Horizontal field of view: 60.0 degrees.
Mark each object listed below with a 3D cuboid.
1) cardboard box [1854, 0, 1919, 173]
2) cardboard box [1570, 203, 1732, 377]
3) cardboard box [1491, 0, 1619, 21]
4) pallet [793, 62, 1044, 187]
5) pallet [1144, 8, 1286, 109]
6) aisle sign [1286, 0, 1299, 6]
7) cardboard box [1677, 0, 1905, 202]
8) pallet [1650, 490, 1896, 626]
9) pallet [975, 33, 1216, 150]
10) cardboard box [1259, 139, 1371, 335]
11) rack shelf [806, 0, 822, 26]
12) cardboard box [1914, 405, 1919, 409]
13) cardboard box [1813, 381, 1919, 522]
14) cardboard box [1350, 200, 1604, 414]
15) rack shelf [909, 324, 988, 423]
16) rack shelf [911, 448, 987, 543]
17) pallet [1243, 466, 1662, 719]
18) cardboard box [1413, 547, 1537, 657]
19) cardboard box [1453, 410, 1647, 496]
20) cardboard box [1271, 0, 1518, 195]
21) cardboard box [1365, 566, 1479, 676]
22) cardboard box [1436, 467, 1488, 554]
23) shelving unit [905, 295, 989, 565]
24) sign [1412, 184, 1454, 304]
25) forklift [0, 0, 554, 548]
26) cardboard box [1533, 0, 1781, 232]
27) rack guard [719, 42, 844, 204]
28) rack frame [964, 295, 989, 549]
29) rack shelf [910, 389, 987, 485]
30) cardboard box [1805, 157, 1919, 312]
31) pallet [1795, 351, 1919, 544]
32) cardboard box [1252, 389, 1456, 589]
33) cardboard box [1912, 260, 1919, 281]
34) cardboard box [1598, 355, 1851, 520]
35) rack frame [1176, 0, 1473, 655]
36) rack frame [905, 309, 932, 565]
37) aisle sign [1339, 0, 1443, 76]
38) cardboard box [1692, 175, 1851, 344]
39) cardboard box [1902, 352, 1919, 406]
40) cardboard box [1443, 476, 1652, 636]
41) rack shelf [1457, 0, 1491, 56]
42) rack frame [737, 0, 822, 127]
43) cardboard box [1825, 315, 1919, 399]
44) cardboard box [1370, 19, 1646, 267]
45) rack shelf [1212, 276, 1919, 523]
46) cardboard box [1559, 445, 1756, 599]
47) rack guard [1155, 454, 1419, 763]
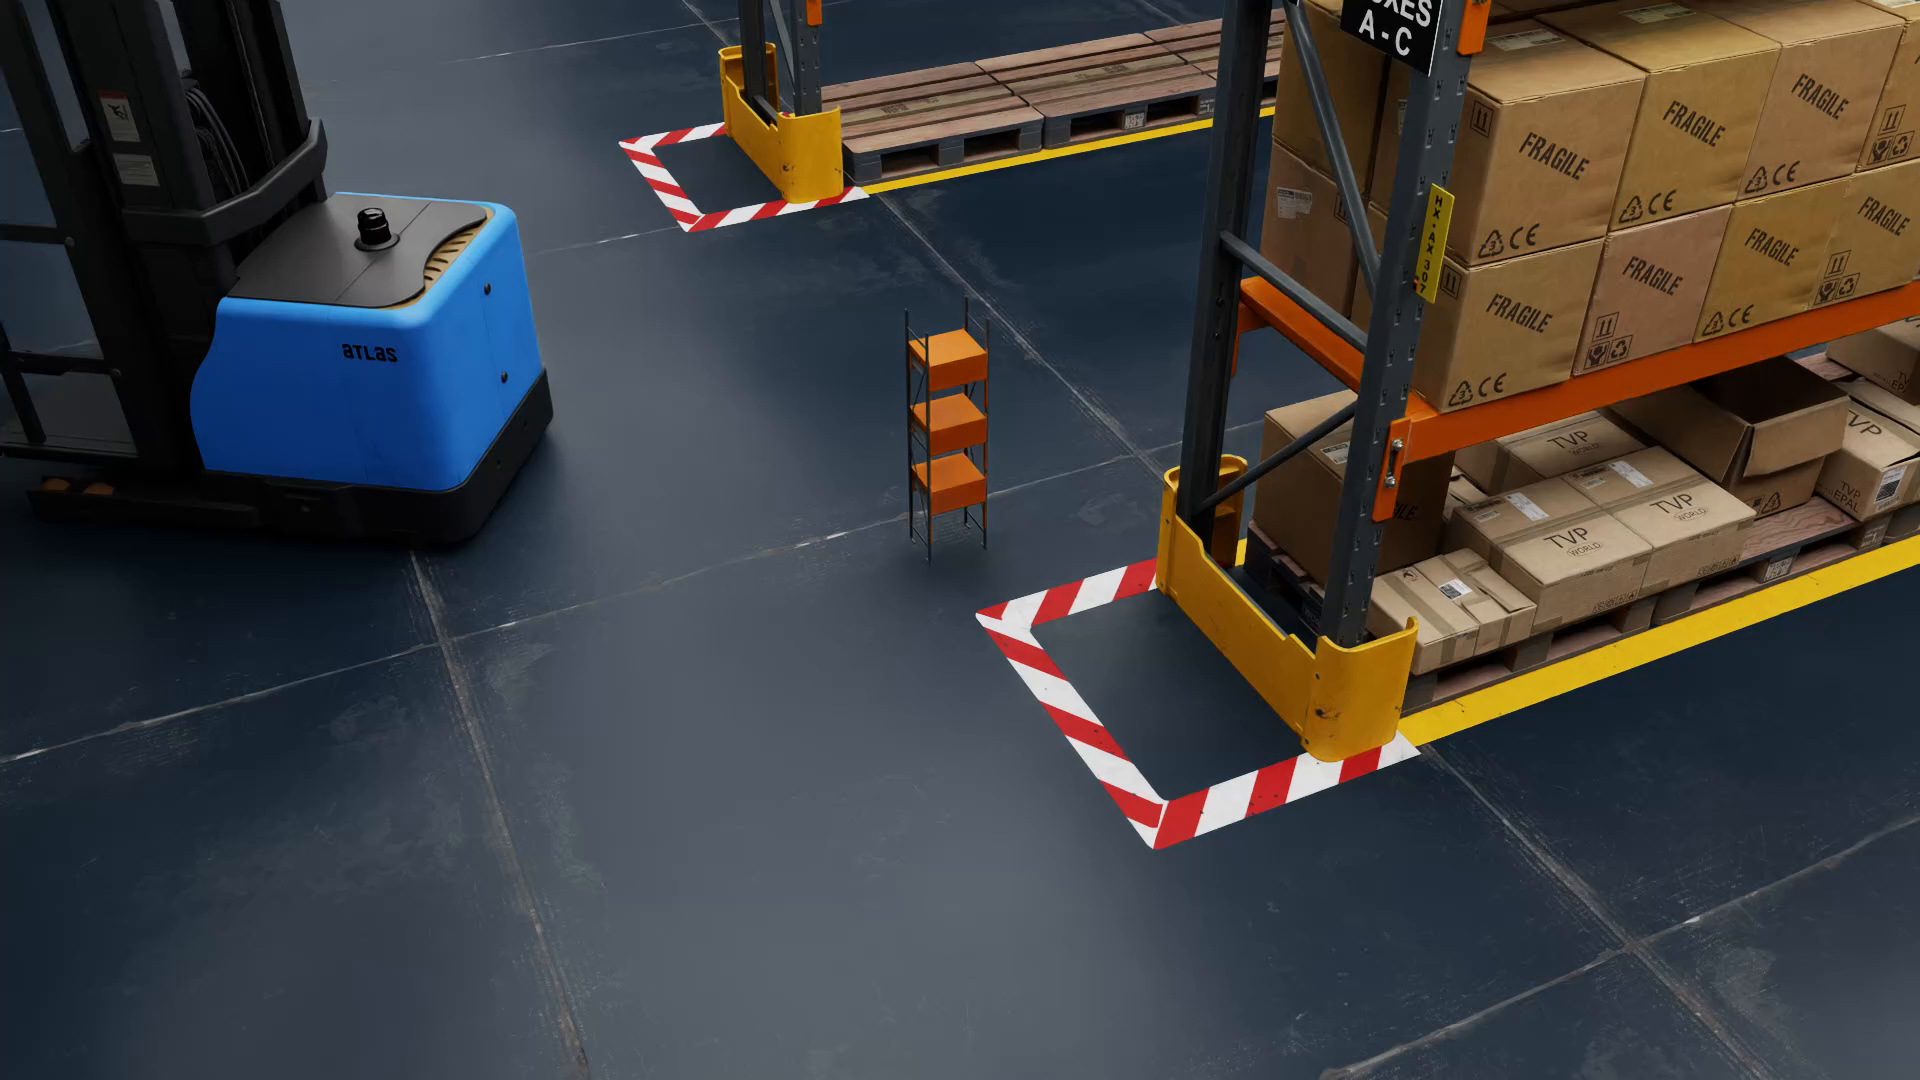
[{"bbox_3d":[2.977,-1.567,5.421,0.500,0.500,0.500,-16,39,-20],"label":"cardboard box"},{"bbox_3d":[2.057,-0.909,5.374,0.500,0.500,0.500,-16,39,-20],"label":"cardboard box"},{"bbox_3d":[1.822,-1.597,5.461,0.500,0.500,0.500,-15,39,-19],"label":"cardboard box"},{"bbox_3d":[-0.259,-2.506,9.951,1.213,0.211,1.003,-16,39,-20],"label":"pallet"},{"bbox_3d":[1.949,-3.123,10.784,1.213,0.211,1.003,-16,39,-20],"label":"pallet"},{"bbox_3d":[0.887,-1.958,4.689,0.004,0.787,0.394,-16,39,-20],"label":"aisle sign"},{"bbox_3d":[2.517,-1.438,5.247,0.500,0.500,0.500,-15,39,-19],"label":"cardboard box"},{"bbox_3d":[2.972,-0.173,6.807,1.213,0.211,1.003,-16,39,-20],"label":"pallet"},{"bbox_3d":[0.843,-2.812,10.364,1.213,0.211,1.003,-16,39,-20],"label":"pallet"},{"bbox_3d":[1.369,-1.066,5.585,0.500,0.500,0.500,-14,39,-19],"label":"cardboard box"},{"bbox_3d":[0.788,-3.655,9.764,4.000,0.370,1.077,-16,39,-20],"label":"rack shelf"},{"bbox_3d":[3.991,-0.385,6.775,0.250,0.149,0.380,-16,39,-20],"label":"cardboard box"},{"bbox_3d":[3.626,-0.388,6.643,0.500,0.311,0.500,-16,39,-20],"label":"cardboard box"},{"bbox_3d":[1.592,-0.776,5.194,0.500,0.500,0.500,-15,39,-19],"label":"cardboard box"},{"bbox_3d":[-0.048,-0.628,6.256,0.240,0.259,0.215,-16,39,-20],"label":"rack shelf"},{"bbox_3d":[-0.048,-0.176,6.591,0.240,0.259,0.215,-16,39,-20],"label":"rack shelf"},{"bbox_3d":[1.869,0.133,6.394,1.213,0.211,1.003,-16,39,-20],"label":"pallet"},{"bbox_3d":[1.830,0.212,5.956,0.250,0.166,0.380,-16,39,-20],"label":"cardboard box"},{"bbox_3d":[2.339,-0.333,6.619,0.500,0.250,0.500,-16,39,-20],"label":"cardboard box"},{"bbox_3d":[1.365,-1.468,5.288,0.500,0.500,0.500,-16,39,-20],"label":"cardboard box"},{"bbox_3d":[1.604,0.282,5.875,0.250,0.149,0.380,-16,39,-20],"label":"cardboard box"},{"bbox_3d":[1.871,-0.129,6.415,0.250,0.166,0.380,-16,39,-20],"label":"cardboard box"},{"bbox_3d":[-0.048,-0.408,6.419,0.252,1.050,0.215,-16,39,-20],"label":"shelving unit"},{"bbox_3d":[1.309,-0.821,4.612,0.005,0.325,0.100,-16,39,-20],"label":"sign"},{"bbox_3d":[-3.364,-1.550,6.380,3.031,2.935,1.130,5,37,7],"label":"forklift"},{"bbox_3d":[2.062,-1.314,5.080,0.500,0.500,0.500,-15,39,-19],"label":"cardboard box"},{"bbox_3d":[-1.039,-2.421,9.594,0.348,0.500,1.175,-16,39,-20],"label":"rack guard"},{"bbox_3d":[0.062,-0.439,6.461,0.008,1.050,0.200,-16,39,-20],"label":"rack frame"},{"bbox_3d":[-0.048,-0.400,6.425,0.240,0.259,0.215,-16,39,-20],"label":"rack shelf"},{"bbox_3d":[2.966,-1.160,5.713,0.500,0.500,0.500,-15,39,-19],"label":"cardboard box"},{"bbox_3d":[4.078,-0.485,7.226,1.213,0.211,1.003,-16,39,-20],"label":"pallet"},{"bbox_3d":[1.466,-0.209,6.242,0.500,0.500,0.500,-16,39,-20],"label":"cardboard box"},{"bbox_3d":[3.426,-1.291,5.888,0.500,0.500,0.500,-15,39,-19],"label":"cardboard box"},{"bbox_3d":[3.001,-0.474,6.597,0.637,0.503,0.797,-16,39,-20],"label":"cardboard box"},{"bbox_3d":[1.079,-0.766,5.264,0.127,3.000,1.000,-16,39,-20],"label":"rack frame"},{"bbox_3d":[-0.159,-0.377,6.377,0.008,1.050,0.200,-16,39,-20],"label":"rack frame"},{"bbox_3d":[1.142,-1.634,4.253,0.004,0.787,0.394,-16,39,-20],"label":"aisle sign"},{"bbox_3d":[2.513,-1.035,5.543,0.500,0.500,0.500,-16,39,-20],"label":"cardboard box"},{"bbox_3d":[4.304,-0.654,6.842,0.500,0.500,0.500,-16,39,-20],"label":"cardboard box"},{"bbox_3d":[2.144,0.051,6.102,0.500,0.250,0.500,-16,39,-20],"label":"cardboard box"},{"bbox_3d":[2.889,-2.188,5.267,4.000,0.370,1.077,-16,39,-20],"label":"rack shelf"},{"bbox_3d":[-1.023,-3.438,8.867,0.127,3.000,1.000,-16,39,-20],"label":"rack frame"},{"bbox_3d":[4.228,-0.885,7.313,0.500,0.311,0.500,-16,39,-20],"label":"cardboard box"},{"bbox_3d":[1.592,-1.177,4.896,0.500,0.500,0.500,-14,39,-19],"label":"cardboard box"},{"bbox_3d":[2.889,-0.983,6.161,4.000,0.370,1.077,-16,39,-20],"label":"rack shelf"},{"bbox_3d":[2.597,-0.076,6.273,0.500,0.250,0.500,-16,39,-20],"label":"cardboard box"},{"bbox_3d":[1.148,0.219,6.035,0.348,0.500,1.175,-16,39,-20],"label":"rack guard"}]
